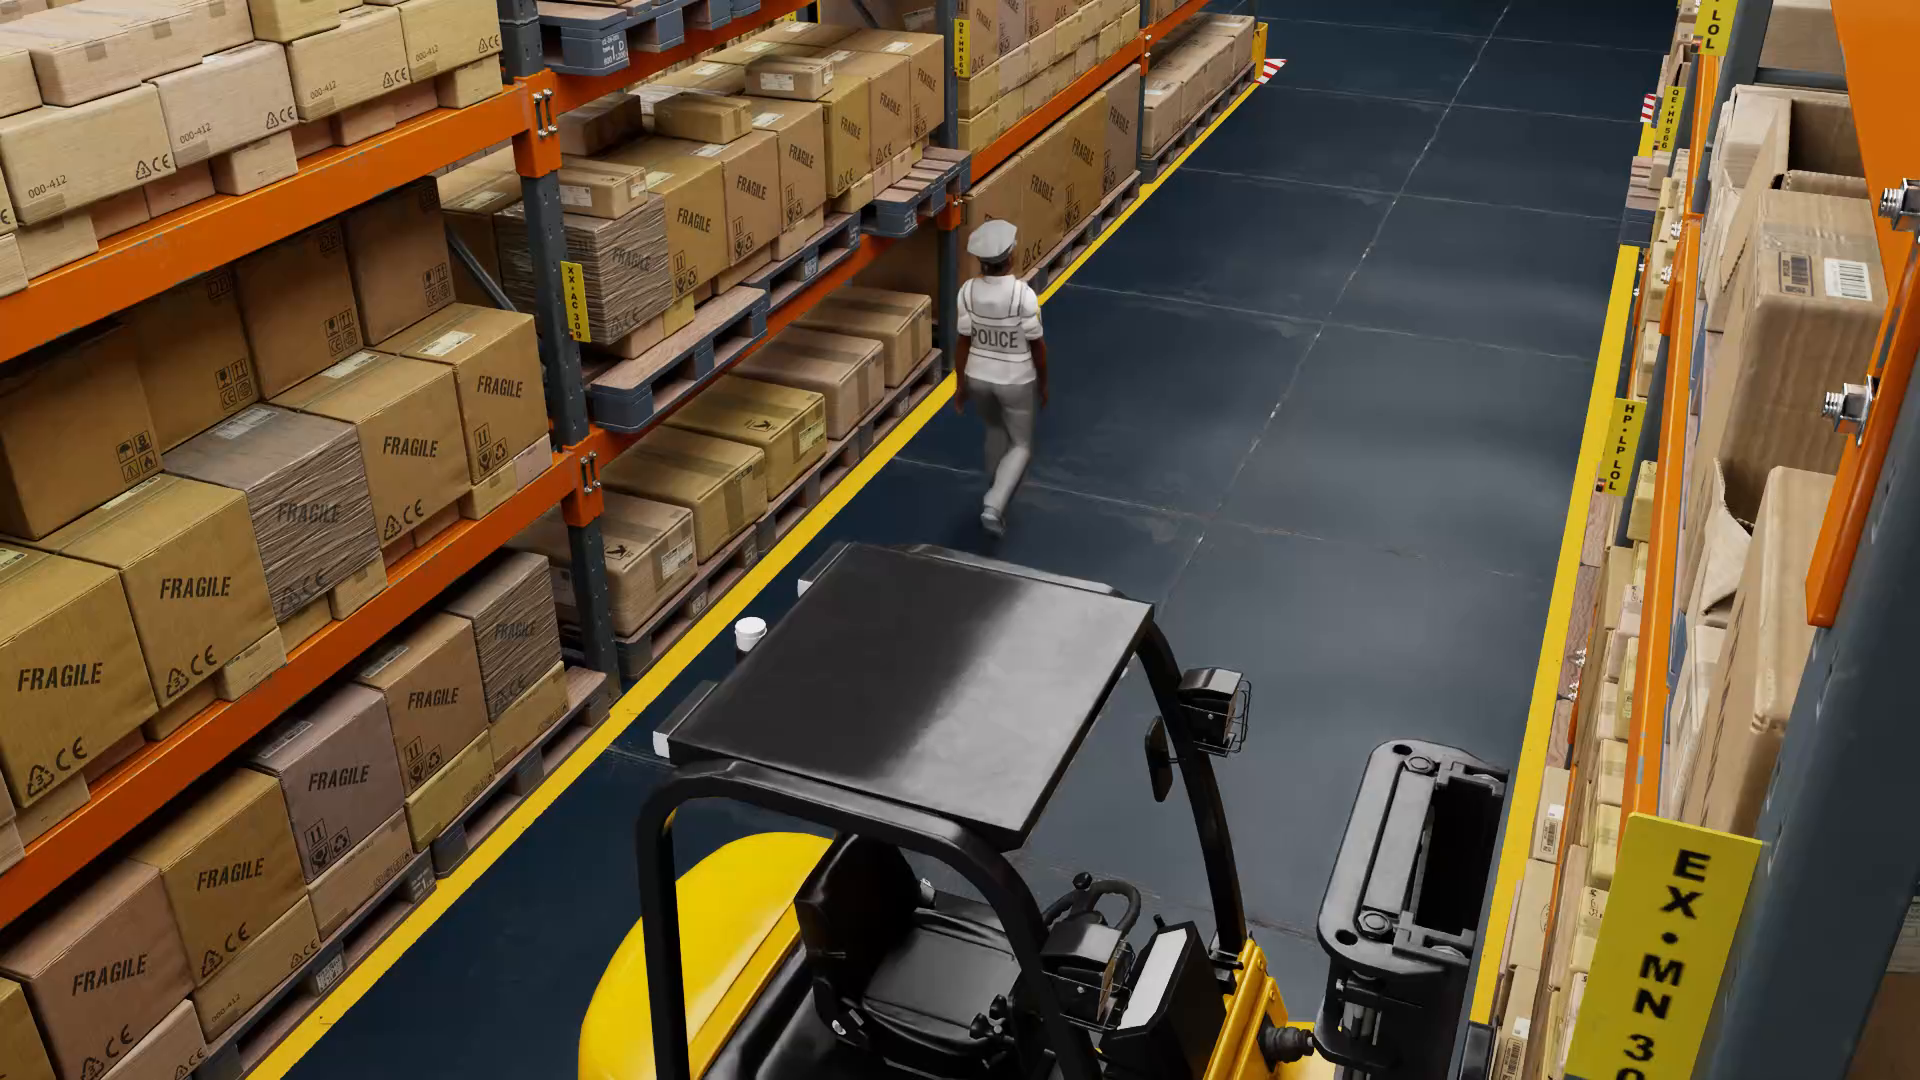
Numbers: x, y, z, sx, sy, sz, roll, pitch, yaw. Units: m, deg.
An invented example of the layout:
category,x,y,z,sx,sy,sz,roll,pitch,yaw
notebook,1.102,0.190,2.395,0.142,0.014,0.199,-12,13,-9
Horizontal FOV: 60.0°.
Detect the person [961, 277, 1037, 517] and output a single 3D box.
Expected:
category,x,y,z,sx,sy,sz,roll,pitch,yaw
person,0.181,-0.720,8.550,0.383,1.320,0.680,12,32,20
